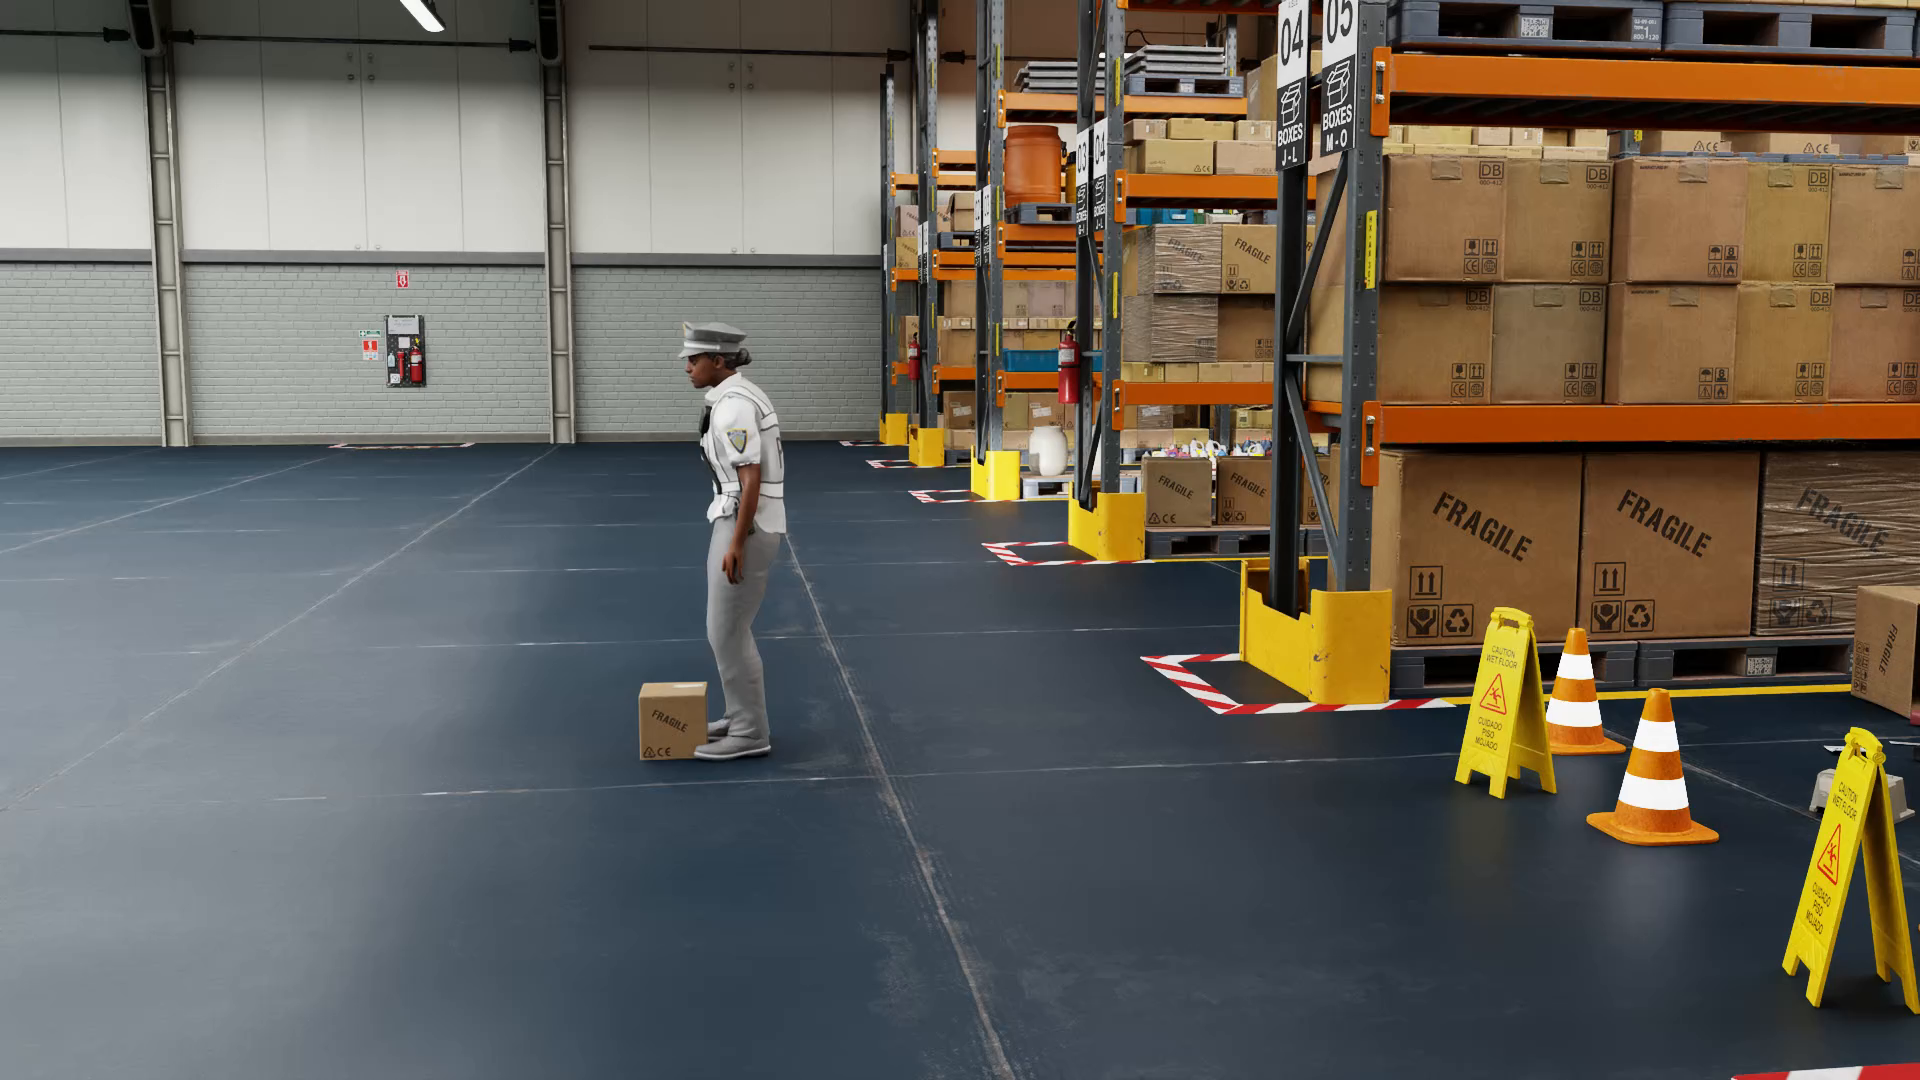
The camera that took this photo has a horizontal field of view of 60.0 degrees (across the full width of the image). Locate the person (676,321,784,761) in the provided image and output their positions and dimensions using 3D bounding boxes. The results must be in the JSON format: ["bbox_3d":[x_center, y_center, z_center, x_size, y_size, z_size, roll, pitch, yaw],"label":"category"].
[{"bbox_3d":[-0.878,-0.006,6.400,0.397,1.658,0.509,-1,7,-9],"label":"person"}]
